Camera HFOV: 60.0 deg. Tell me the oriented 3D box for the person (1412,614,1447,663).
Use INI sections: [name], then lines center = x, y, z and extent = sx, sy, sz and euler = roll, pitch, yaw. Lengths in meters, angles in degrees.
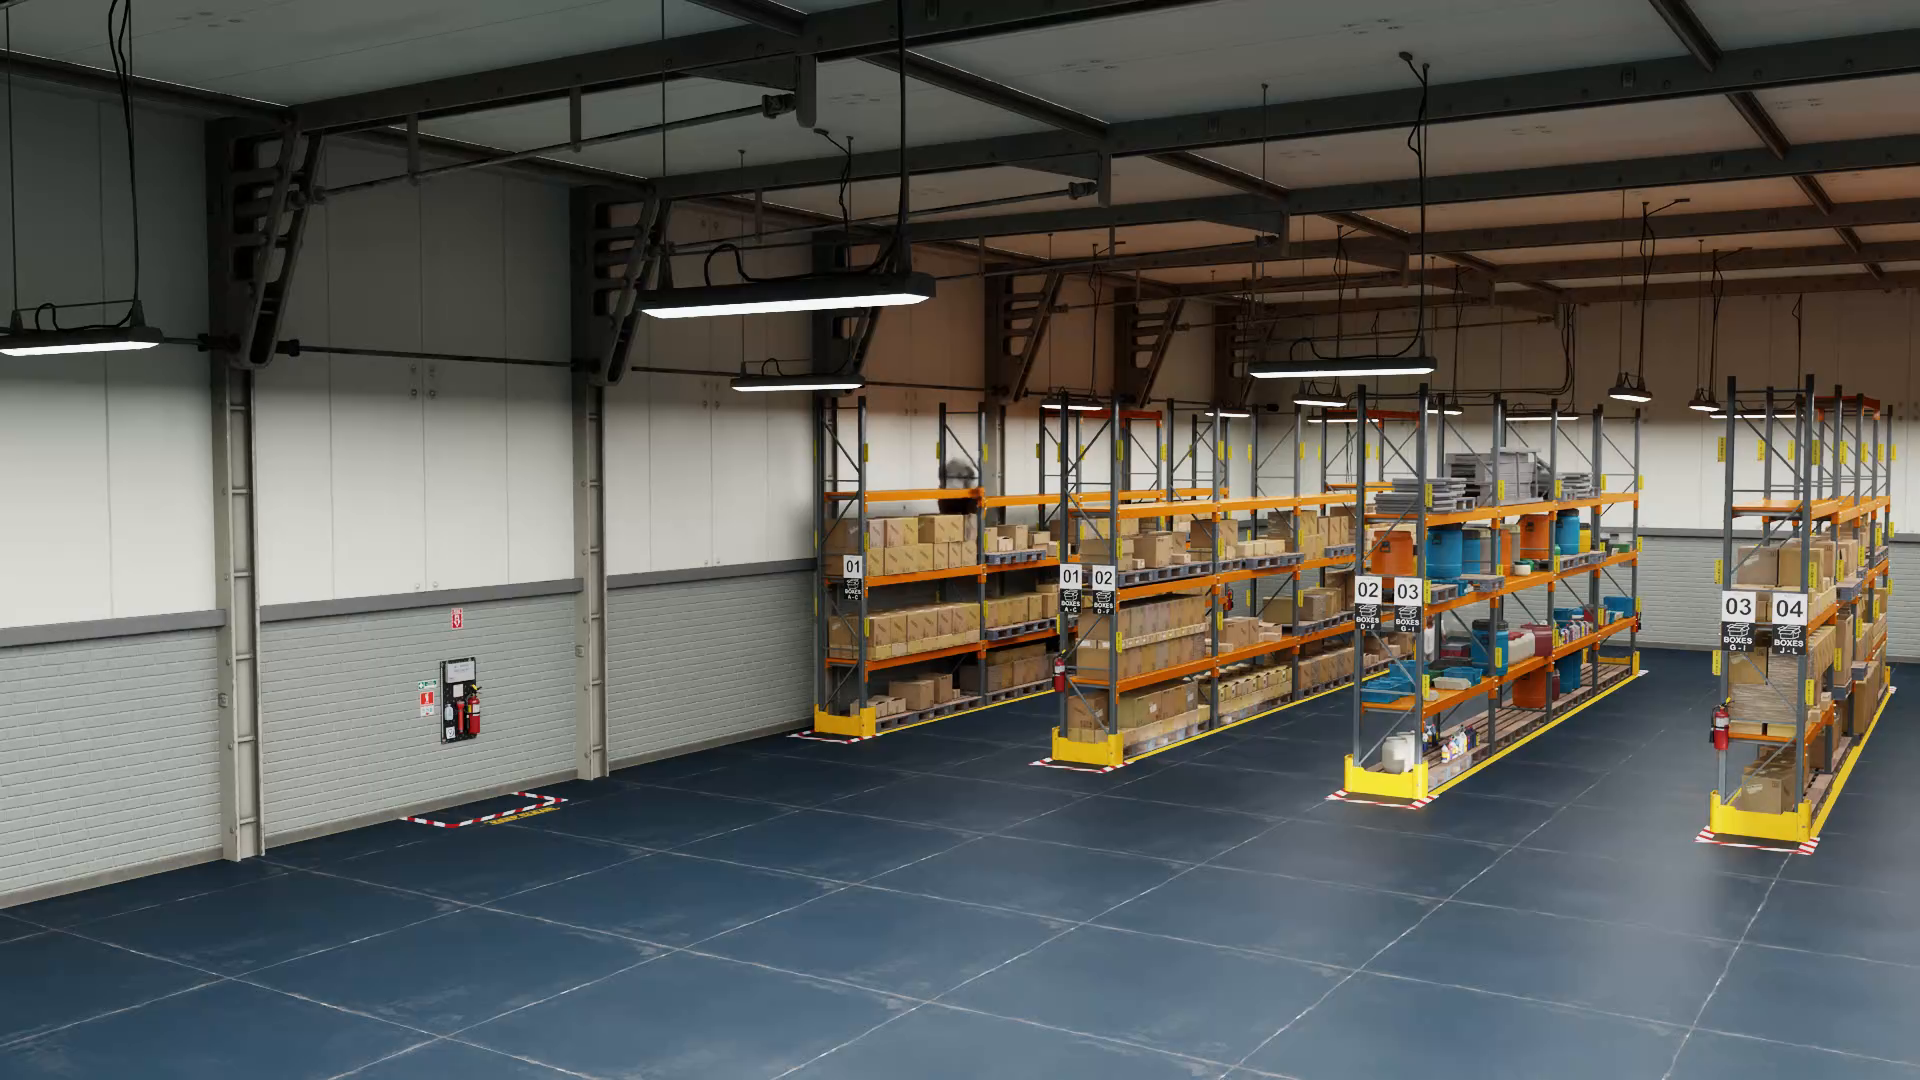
[person]
center = 9.760, 2.322, 34.585
extent = 0.688, 1.734, 0.829
euler = 1, 3, 18
